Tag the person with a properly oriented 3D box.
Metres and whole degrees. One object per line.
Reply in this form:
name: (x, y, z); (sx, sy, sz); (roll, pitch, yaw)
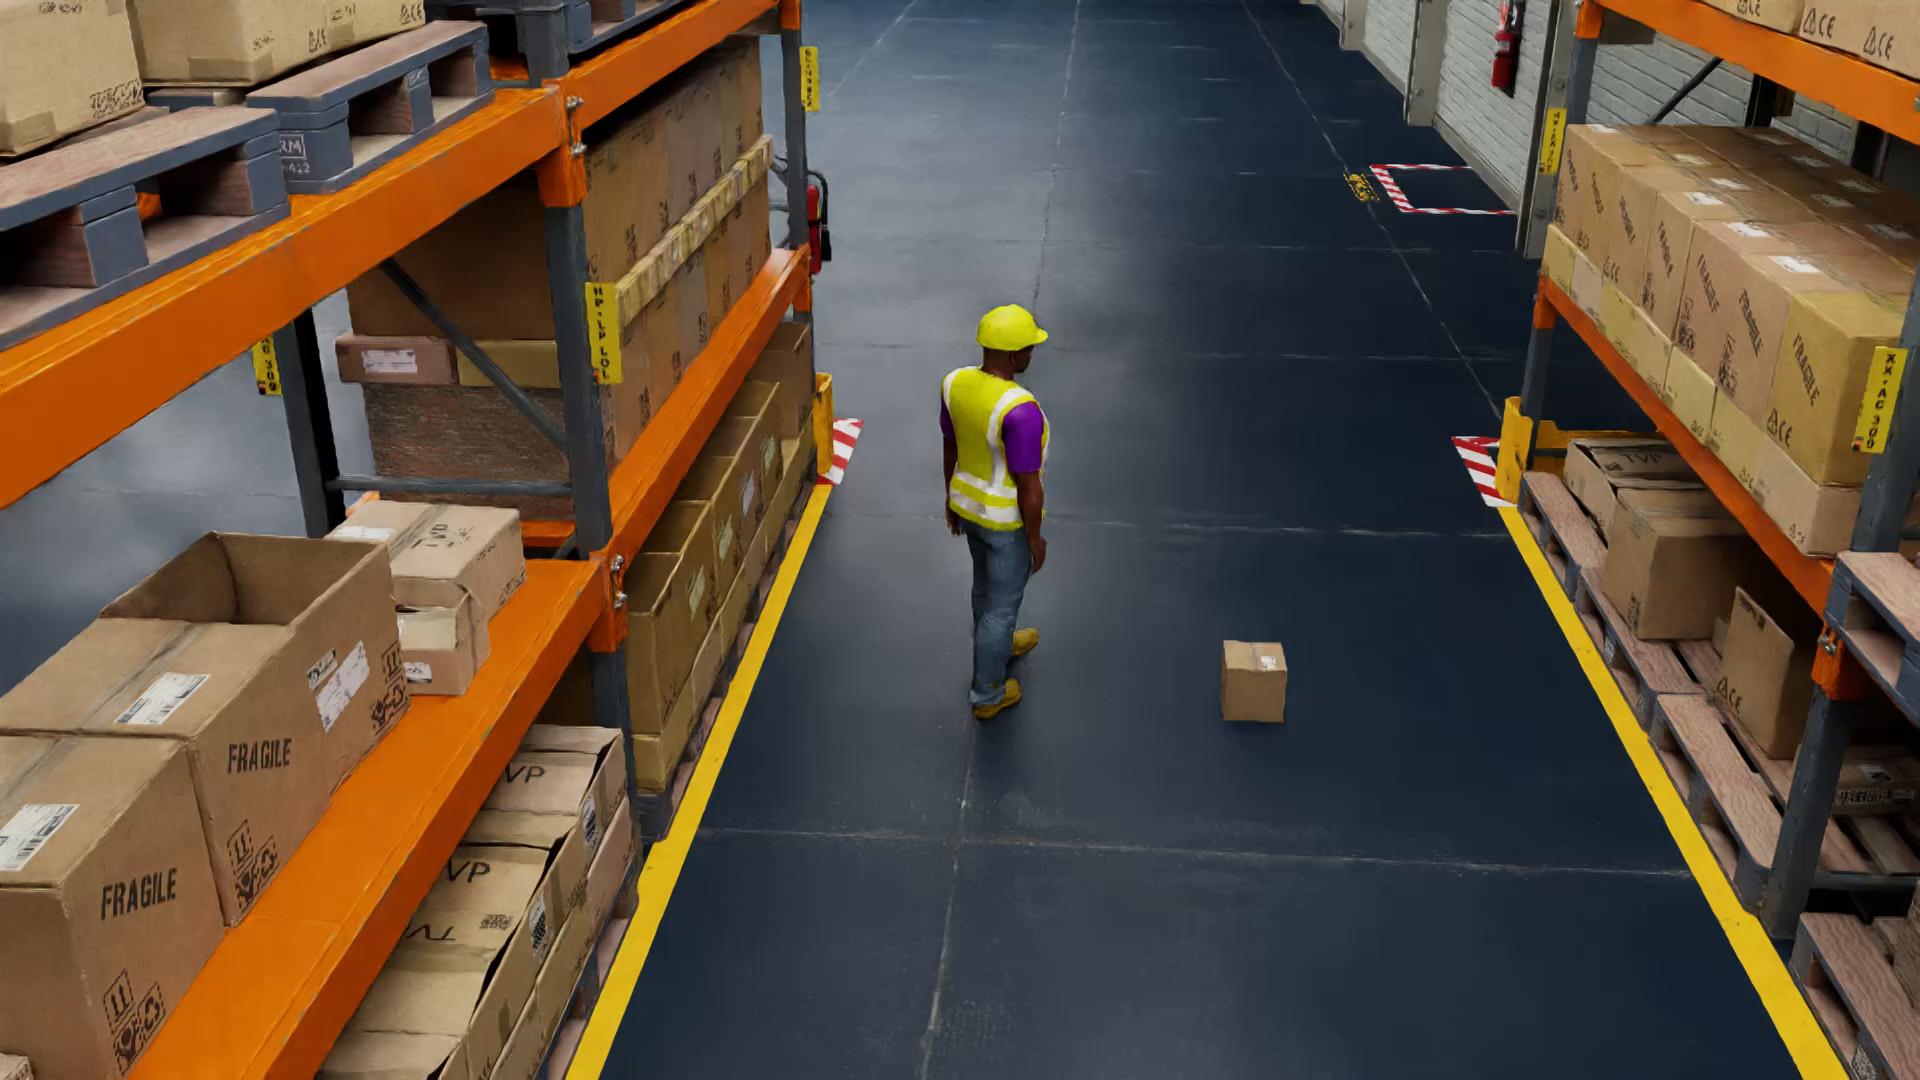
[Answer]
person: (0.249, -0.149, 6.886); (0.632, 1.765, 0.600); (-18, 30, -34)
